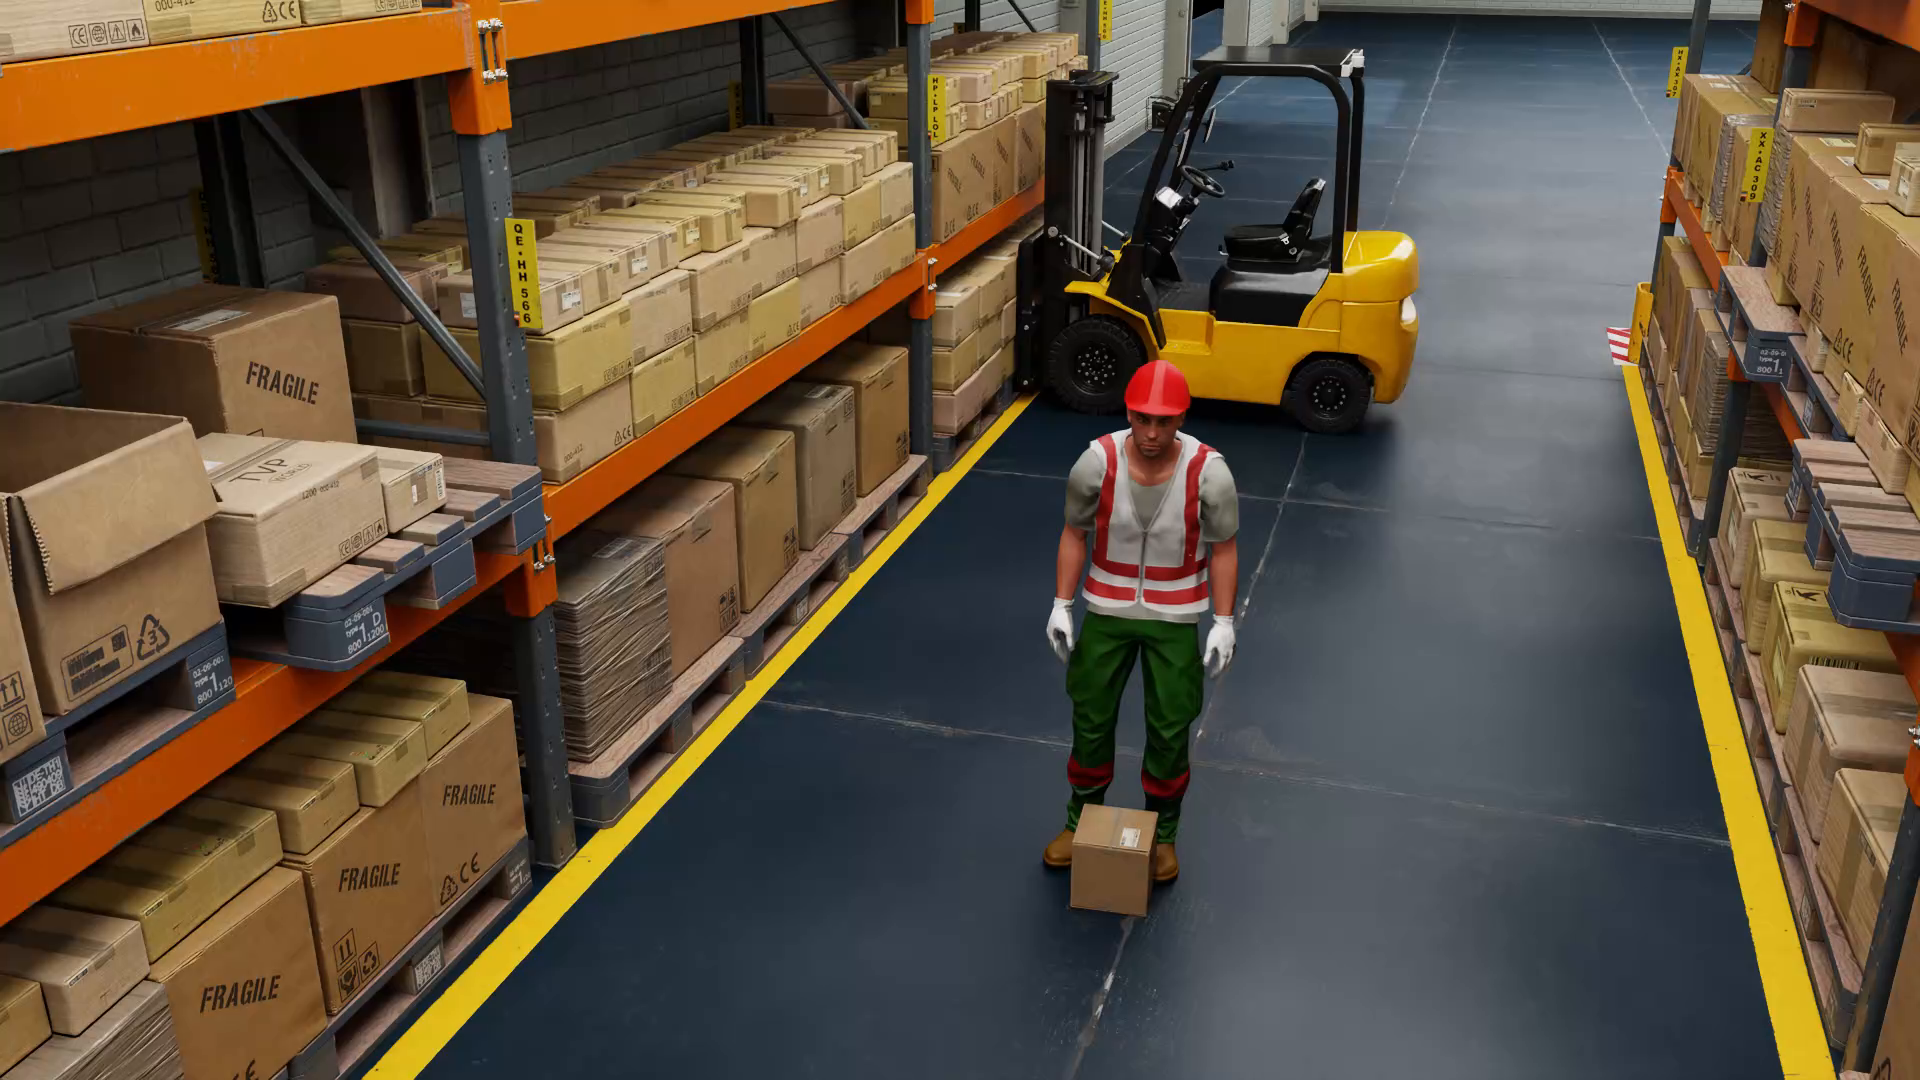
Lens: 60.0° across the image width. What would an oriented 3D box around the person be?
[{"bbox_3d":[0.592,0.266,5.399,0.620,1.780,0.446,5,22,13],"label":"person"}]
